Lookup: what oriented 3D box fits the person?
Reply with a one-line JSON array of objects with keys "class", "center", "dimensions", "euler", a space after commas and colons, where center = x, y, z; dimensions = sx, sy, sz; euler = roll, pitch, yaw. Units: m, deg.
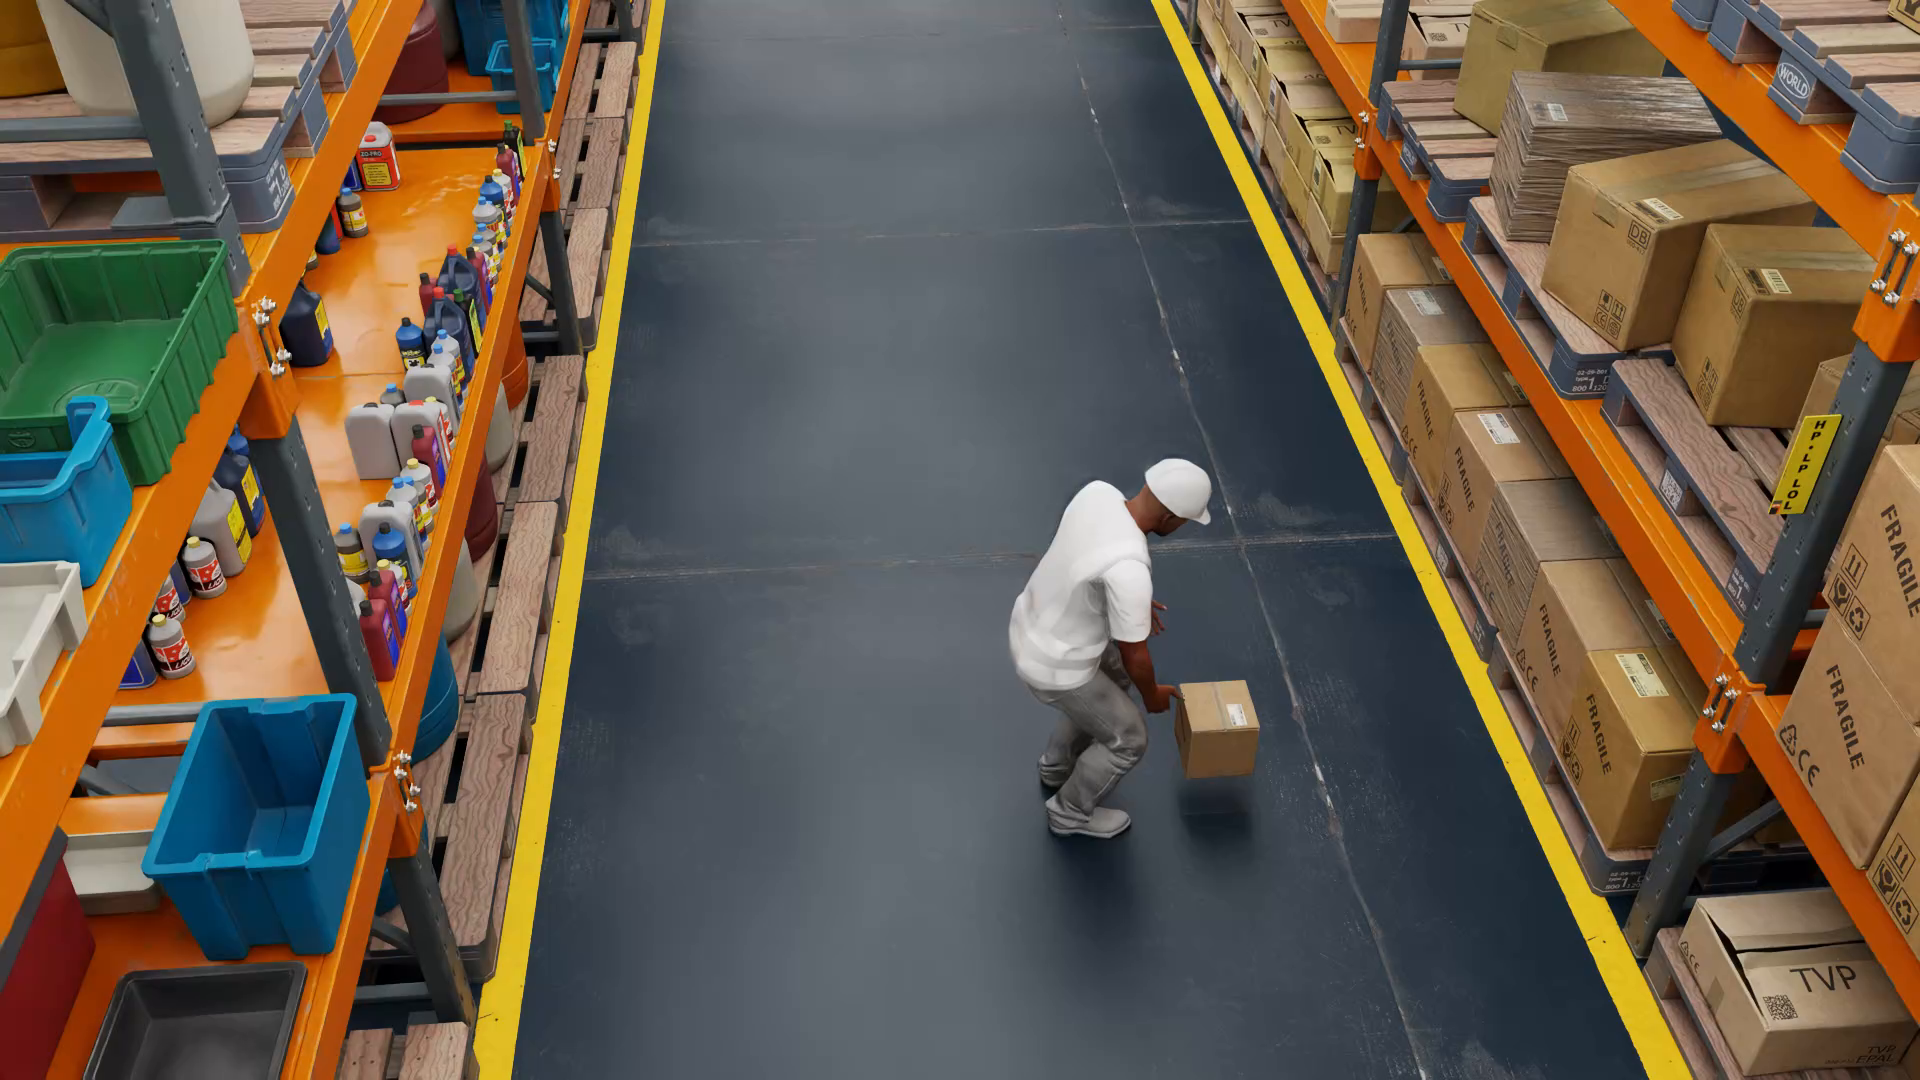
[{"class": "person", "center": [0.504, 0.359, 5.869], "dimensions": [0.666, 1.543, 0.625], "euler": [-3, 39, -4]}]
